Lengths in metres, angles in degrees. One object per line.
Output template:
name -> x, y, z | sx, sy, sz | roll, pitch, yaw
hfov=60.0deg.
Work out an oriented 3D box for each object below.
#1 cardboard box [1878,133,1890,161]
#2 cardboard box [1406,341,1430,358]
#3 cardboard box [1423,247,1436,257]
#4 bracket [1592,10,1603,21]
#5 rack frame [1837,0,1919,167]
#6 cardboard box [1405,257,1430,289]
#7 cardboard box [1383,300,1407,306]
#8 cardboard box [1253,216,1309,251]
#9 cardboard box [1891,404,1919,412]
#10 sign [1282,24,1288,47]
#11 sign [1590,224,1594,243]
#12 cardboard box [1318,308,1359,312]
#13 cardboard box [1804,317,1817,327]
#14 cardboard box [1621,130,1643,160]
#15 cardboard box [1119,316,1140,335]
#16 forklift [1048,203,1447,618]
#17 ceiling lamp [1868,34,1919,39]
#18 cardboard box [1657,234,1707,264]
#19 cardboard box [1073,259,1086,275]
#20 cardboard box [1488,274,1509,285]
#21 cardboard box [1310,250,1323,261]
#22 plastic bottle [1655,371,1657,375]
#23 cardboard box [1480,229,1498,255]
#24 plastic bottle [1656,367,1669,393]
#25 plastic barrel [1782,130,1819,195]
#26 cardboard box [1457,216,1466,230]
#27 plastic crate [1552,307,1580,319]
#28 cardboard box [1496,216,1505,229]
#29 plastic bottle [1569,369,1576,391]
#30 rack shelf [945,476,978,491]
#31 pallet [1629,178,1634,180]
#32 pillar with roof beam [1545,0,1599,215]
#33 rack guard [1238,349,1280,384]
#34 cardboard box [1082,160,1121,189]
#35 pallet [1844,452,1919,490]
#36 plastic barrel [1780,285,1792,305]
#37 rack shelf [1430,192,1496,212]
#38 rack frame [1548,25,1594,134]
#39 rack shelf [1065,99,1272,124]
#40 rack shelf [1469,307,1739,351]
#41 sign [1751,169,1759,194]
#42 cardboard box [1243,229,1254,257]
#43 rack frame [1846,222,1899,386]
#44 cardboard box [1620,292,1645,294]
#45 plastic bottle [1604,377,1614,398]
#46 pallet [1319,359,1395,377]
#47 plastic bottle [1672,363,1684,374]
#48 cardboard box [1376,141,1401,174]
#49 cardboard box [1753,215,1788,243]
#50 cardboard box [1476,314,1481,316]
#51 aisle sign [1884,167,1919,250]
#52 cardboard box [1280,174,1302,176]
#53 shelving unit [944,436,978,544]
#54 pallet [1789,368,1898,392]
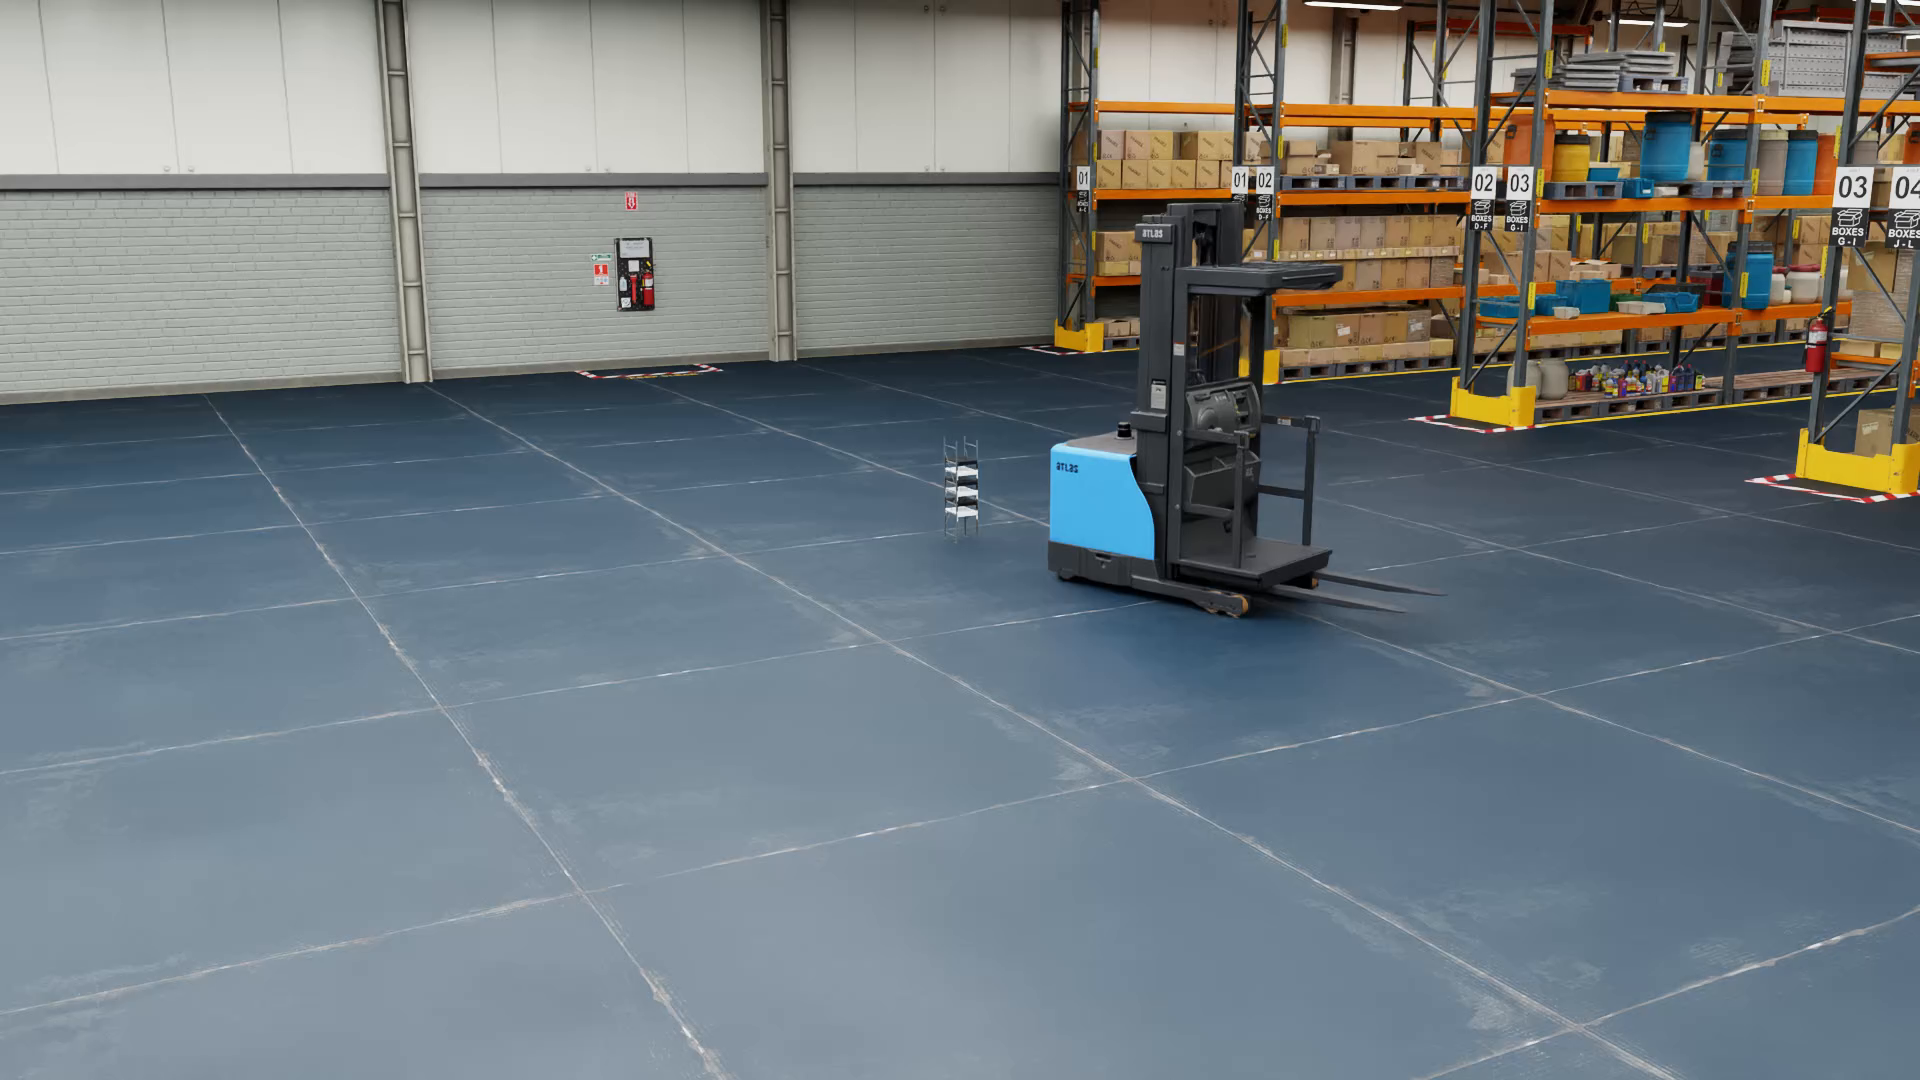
cardboard box -> 17.177, -7.464, 31.608 | 0.500, 0.500, 0.700 | -7, 14, -28
cardboard box -> 7.208, -3.091, 26.816 | 0.500, 0.250, 0.500 | -7, 14, -28
cardboard box -> 7.372, -4.610, 26.558 | 0.250, 0.149, 0.380 | -7, 15, -30
bracket -> 13.334, -11.063, 35.073 | 0.430, 0.232, 0.235 | -7, 14, -28
rack frame -> 9.187, -4.965, 16.176 | 0.127, 3.000, 1.000 | -7, 14, -28
cardboard box -> 7.108, -4.313, 26.714 | 0.500, 0.500, 0.700 | -7, 14, -28
cardboard box -> 8.481, -4.653, 33.144 | 0.500, 0.500, 0.700 | -7, 14, -27
cardboard box -> 4.906, -4.682, 25.398 | 0.500, 0.500, 0.700 | -7, 14, -28
cardboard box -> 10.251, -1.156, 17.650 | 0.500, 0.500, 0.500 | -3, 13, -13
sign -> 4.704, -7.300, 24.063 | 0.005, 0.325, 0.100 | -7, 14, -28
sign -> 11.197, -5.419, 29.401 | 0.005, 0.325, 0.100 | -7, 14, -28
cardboard box -> 6.082, -3.451, 26.711 | 0.500, 0.500, 0.500 | -7, 14, -28
cardboard box -> 16.203, -4.138, 31.616 | 0.250, 0.166, 0.380 | -7, 14, -28
cardboard box -> 11.851, -6.834, 28.808 | 0.500, 0.500, 0.500 | -7, 14, -28
cardboard box -> 3.217, -3.920, 30.320 | 0.500, 0.311, 0.500 | -6, 14, -23
forklift -> 2.135, -0.995, 12.353 | 3.031, 2.935, 1.130 | 11, 17, 40
ceiling lamp -> 19.676, -12.156, 34.832 | 0.800, 3.185, 2.000 | -7, 14, -28
cardboard box -> 12.858, -5.191, 29.657 | 0.500, 0.500, 0.700 | -4, 13, -17
cardboard box -> 2.384, -4.925, 29.959 | 0.500, 0.250, 0.500 | -7, 14, -27
cardboard box -> 8.830, -4.300, 27.456 | 0.250, 0.149, 0.380 | -7, 14, -28
cardboard box -> 5.341, -4.367, 25.478 | 0.250, 0.149, 0.380 | -7, 14, -28
plastic bottle -> 9.745, -2.303, 23.384 | 0.097, 0.201, 0.097 | 0, 13, 0
cardboard box -> 10.538, -6.055, 33.729 | 0.500, 0.500, 0.500 | -7, 14, -28
plastic bottle -> 9.445, -2.159, 22.400 | 0.185, 0.351, 0.144 | -7, 14, -28
plastic barrel -> 11.815, -5.355, 23.597 | 0.708, 0.901, 0.600 | -7, 14, -28
cardboard box -> 10.082, -6.368, 33.415 | 0.500, 0.250, 0.500 | -7, 14, -29
plastic crate -> 7.753, -2.896, 21.248 | 0.250, 0.136, 0.298 | -7, 14, -28
cardboard box -> 10.964, -6.476, 33.896 | 0.500, 0.250, 0.500 | -7, 15, -29
plastic bottle -> 8.309, -2.176, 22.630 | 0.133, 0.283, 0.061 | -6, 14, -26
rack shelf -> 0.007, -0.495, 14.502 | 0.200, 0.077, 0.258 | -7, 14, -28
pallet -> 10.912, -6.072, 28.357 | 1.003, 0.211, 1.213 | -6, 14, -25
pillar with roof beam -> 14.862, -8.502, 31.892 | 0.548, 9.000, 9.100 | -7, 14, -28
rack guard -> 4.422, -2.726, 25.583 | 0.348, 0.500, 1.175 | -7, 14, -28
cardboard box -> 2.480, -6.411, 29.160 | 0.500, 0.500, 0.500 | -6, 14, -26
pallet -> 9.983, -0.765, 17.526 | 1.213, 0.211, 1.003 | -7, 14, -28
plastic barrel -> 11.560, -3.456, 23.449 | 0.301, 0.262, 0.301 | 0, 13, 0
rack shelf -> 9.710, -5.692, 27.874 | 4.000, 0.370, 1.077 | -7, 14, -28
rack frame -> 12.599, -9.091, 34.511 | 0.127, 3.000, 1.000 | -7, 14, -28
rack shelf -> 3.822, -7.687, 29.915 | 4.000, 0.370, 1.077 | -7, 14, -28
rack shelf -> 8.569, -2.852, 22.090 | 4.000, 0.370, 1.077 | -7, 14, -28
sign -> 10.578, -4.774, 22.140 | 0.005, 0.325, 0.100 | -7, 14, -28
cardboard box -> 5.311, -5.516, 30.876 | 0.500, 0.500, 0.500 | -7, 14, -28
rack frame -> 13.835, -3.835, 24.816 | 0.127, 3.000, 1.000 | -7, 14, -28
cardboard box -> 12.221, -4.301, 29.871 | 0.500, 0.250, 0.500 | -6, 14, -26
plastic bottle -> 8.554, -2.007, 21.908 | 0.097, 0.271, 0.097 | 0, 13, 0
pallet -> 6.164, -2.804, 26.586 | 1.213, 0.211, 1.003 | -7, 14, -28
plastic bottle -> 9.828, -2.241, 22.764 | 0.185, 0.351, 0.144 | -7, 14, -28
cardboard box -> 6.448, -6.007, 26.126 | 0.637, 0.503, 0.797 | -5, 14, -22
cardboard box -> 15.296, -5.850, 31.266 | 0.500, 0.500, 0.500 | -7, 14, -28
cardboard box -> 9.065, -3.712, 28.298 | 0.500, 0.311, 0.500 | -7, 14, -28
aisle sign -> 9.276, -3.242, 16.264 | 0.004, 0.787, 0.394 | -7, 14, -28
cardboard box -> 6.096, -7.082, 31.230 | 0.500, 0.500, 0.500 | -5, 13, -20
shelving unit -> 0.007, -0.440, 14.514 | 0.210, 0.900, 0.258 | -7, 14, -28
pallet -> 13.137, -2.400, 24.793 | 1.213, 0.211, 1.003 | -7, 14, -28
